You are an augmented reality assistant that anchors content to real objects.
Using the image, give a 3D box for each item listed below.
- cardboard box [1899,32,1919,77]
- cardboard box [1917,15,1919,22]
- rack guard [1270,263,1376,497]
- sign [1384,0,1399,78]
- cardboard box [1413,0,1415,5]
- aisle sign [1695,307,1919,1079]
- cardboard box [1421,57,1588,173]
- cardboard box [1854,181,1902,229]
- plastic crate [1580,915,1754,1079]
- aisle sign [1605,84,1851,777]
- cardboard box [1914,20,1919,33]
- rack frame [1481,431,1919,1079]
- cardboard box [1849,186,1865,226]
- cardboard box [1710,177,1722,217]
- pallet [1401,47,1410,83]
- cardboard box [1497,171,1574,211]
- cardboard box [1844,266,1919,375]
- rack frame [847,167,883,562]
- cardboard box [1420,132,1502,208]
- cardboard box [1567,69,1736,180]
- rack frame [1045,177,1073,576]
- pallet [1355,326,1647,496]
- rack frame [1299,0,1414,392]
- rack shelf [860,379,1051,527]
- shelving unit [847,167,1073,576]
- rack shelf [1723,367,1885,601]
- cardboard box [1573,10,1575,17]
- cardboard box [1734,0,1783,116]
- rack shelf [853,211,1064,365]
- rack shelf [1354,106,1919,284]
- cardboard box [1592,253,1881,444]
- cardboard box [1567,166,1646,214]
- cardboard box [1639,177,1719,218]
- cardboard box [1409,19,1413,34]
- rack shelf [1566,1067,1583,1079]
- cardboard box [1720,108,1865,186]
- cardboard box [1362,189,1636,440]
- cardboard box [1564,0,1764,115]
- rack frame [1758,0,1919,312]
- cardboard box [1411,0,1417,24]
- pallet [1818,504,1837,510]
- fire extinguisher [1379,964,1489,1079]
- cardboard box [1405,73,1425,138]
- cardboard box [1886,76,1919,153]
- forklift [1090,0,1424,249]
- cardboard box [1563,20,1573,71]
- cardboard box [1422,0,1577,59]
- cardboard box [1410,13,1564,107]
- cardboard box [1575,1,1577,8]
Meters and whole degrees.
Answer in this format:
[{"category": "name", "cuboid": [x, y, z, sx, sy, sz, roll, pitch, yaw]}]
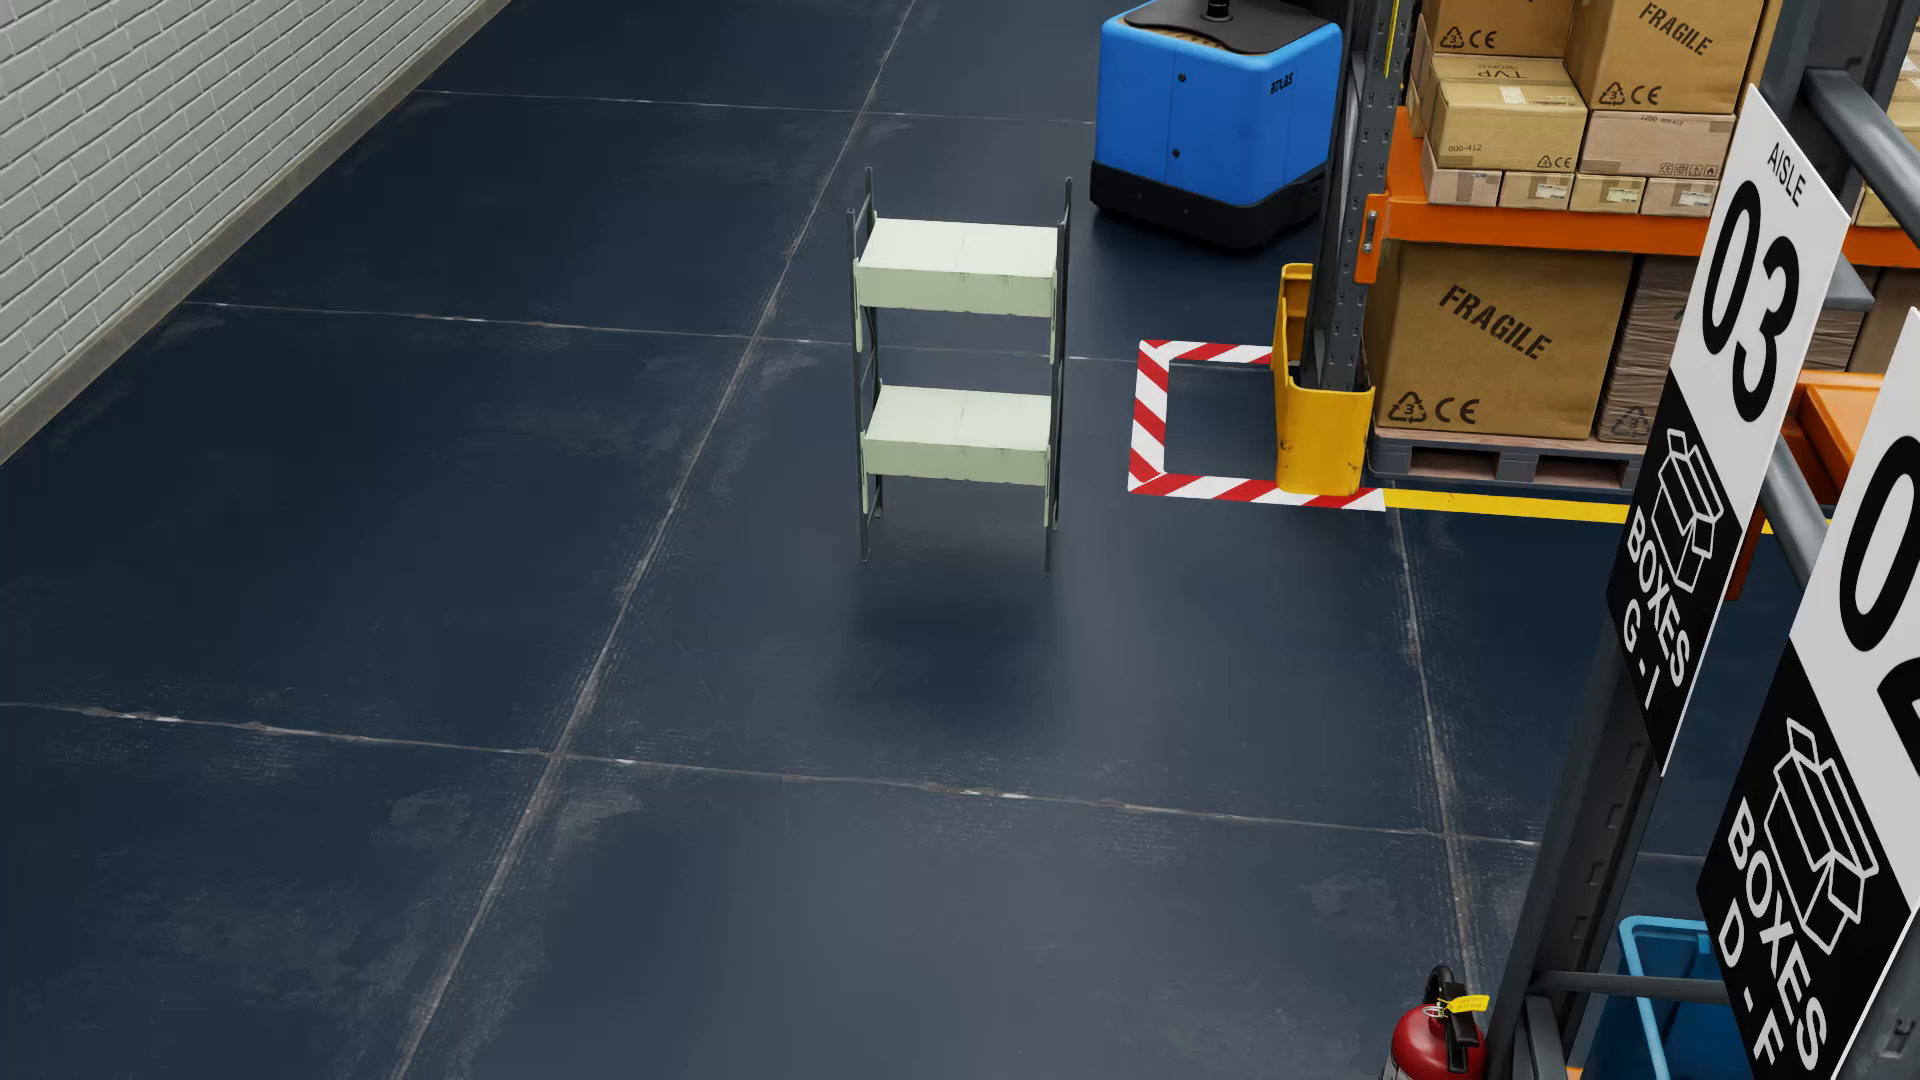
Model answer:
[{"category": "cardboard box", "cuboid": [3.648, -1.812, 6.579, 0.500, 0.250, 0.500, 4, 36, 6]}, {"category": "cardboard box", "cuboid": [5.921, -3.429, 10.554, 0.250, 0.149, 0.380, 5, 36, 7]}, {"category": "rack guard", "cuboid": [1.584, -0.730, 7.343, 0.348, 0.500, 1.175, 4, 36, 6]}, {"category": "sign", "cuboid": [1.531, -1.811, 5.892, 0.005, 0.325, 0.100, 4, 36, 6]}, {"category": "cardboard box", "cuboid": [2.816, -3.615, 10.813, 0.250, 0.149, 0.380, 3, 36, 4]}, {"category": "aisle sign", "cuboid": [0.868, 0.216, 1.628, 0.004, 0.787, 0.394, 4, 36, 6]}, {"category": "cardboard box", "cuboid": [2.050, -1.615, 6.304, 0.500, 0.250, 0.500, 3, 36, 5]}, {"category": "cardboard box", "cuboid": [3.444, -1.314, 6.226, 0.250, 0.149, 0.380, 3, 36, 5]}, {"category": "plastic crate", "cuboid": [1.333, 0.986, 2.704, 0.499, 0.435, 0.616, 4, 36, 6]}, {"category": "aisle sign", "cuboid": [0.943, -0.124, 2.104, 0.004, 0.787, 0.394, 4, 36, 6]}, {"category": "cardboard box", "cuboid": [5.955, -3.272, 10.589, 0.250, 0.149, 0.380, 5, 36, 7]}, {"category": "rack frame", "cuboid": [0.977, 1.108, 2.616, 0.127, 3.000, 1.000, 4, 36, 6]}, {"category": "cardboard box", "cuboid": [3.194, -1.334, 6.253, 0.250, 0.149, 0.380, 4, 36, 5]}, {"category": "cardboard box", "cuboid": [2.938, -1.352, 6.279, 0.250, 0.149, 0.380, 4, 36, 5]}, {"category": "pallet", "cuboid": [3.217, -3.375, 11.298, 1.213, 0.211, 1.003, 4, 36, 6]}, {"category": "cardboard box", "cuboid": [2.173, -1.409, 6.359, 0.250, 0.149, 0.380, 4, 36, 5]}, {"category": "cardboard box", "cuboid": [4.038, -0.918, 6.921, 0.875, 0.875, 0.875, 4, 36, 6]}, {"category": "rack frame", "cuboid": [-0.356, -0.637, 6.352, 0.023, 1.500, 0.400, 4, 36, 6]}, {"category": "cardboard box", "cuboid": [1.918, -1.427, 6.384, 0.250, 0.149, 0.380, 5, 36, 6]}, {"category": "cardboard box", "cuboid": [2.566, -1.580, 6.255, 0.500, 0.250, 0.500, 4, 36, 5]}, {"category": "rack frame", "cuboid": [0.370, -0.583, 6.276, 0.023, 1.500, 0.400, 4, 36, 6]}, {"category": "pallet", "cuboid": [2.411, -0.597, 7.405, 1.213, 0.211, 1.003, 4, 36, 6]}, {"category": "rack frame", "cuboid": [1.608, -1.746, 6.614, 0.127, 3.000, 1.000, 4, 36, 6]}, {"category": "rack shelf", "cuboid": [0.007, -0.345, 6.503, 0.720, 0.370, 0.431, 4, 36, 6]}, {"category": "shelving unit", "cuboid": [0.007, -0.610, 6.314, 0.755, 1.500, 0.431, 4, 36, 6]}, {"category": "rack shelf", "cuboid": [2.961, 0.328, 1.746, 4.000, 0.370, 1.077, 4, 36, 6]}, {"category": "cardboard box", "cuboid": [3.861, -3.475, 10.873, 0.250, 0.149, 0.380, 3, 36, 4]}, {"category": "cardboard box", "cuboid": [3.060, -1.848, 5.985, 0.500, 0.500, 0.500, 3, 36, 5]}, {"category": "rack shelf", "cuboid": [0.007, -0.928, 6.087, 0.720, 0.370, 0.431, 4, 36, 6]}, {"category": "rack shelf", "cuboid": [3.592, -1.305, 6.616, 4.000, 0.370, 1.077, 4, 36, 6]}, {"category": "cardboard box", "cuboid": [3.156, -0.984, 7.013, 0.875, 0.875, 0.875, 4, 36, 6]}, {"category": "cardboard box", "cuboid": [2.427, -1.390, 6.332, 0.250, 0.149, 0.380, 3, 36, 5]}, {"category": "cardboard box", "cuboid": [2.686, -1.372, 6.306, 0.250, 0.149, 0.380, 4, 36, 5]}, {"category": "cardboard box", "cuboid": [3.089, -3.412, 11.041, 0.250, 0.149, 0.380, 4, 36, 6]}, {"category": "rack shelf", "cuboid": [2.961, 1.549, 2.617, 4.000, 0.370, 1.077, 4, 36, 6]}, {"category": "cardboard box", "cuboid": [3.064, -1.541, 6.200, 0.500, 0.250, 0.500, 3, 36, 4]}, {"category": "cardboard box", "cuboid": [2.253, -1.051, 7.108, 0.875, 0.875, 0.875, 4, 36, 6]}, {"category": "cardboard box", "cuboid": [2.546, -1.883, 6.034, 0.500, 0.500, 0.500, 3, 36, 5]}, {"category": "rack frame", "cuboid": [0.977, -1.334, 0.873, 0.127, 3.000, 1.000, 4, 36, 6]}, {"category": "cardboard box", "cuboid": [3.091, -3.489, 10.892, 0.250, 0.149, 0.380, 4, 36, 6]}, {"category": "pallet", "cuboid": [3.618, -0.505, 7.276, 1.213, 0.211, 1.003, 4, 36, 6]}, {"category": "fire extinguisher", "cuboid": [0.885, 1.018, 3.129, 0.183, 0.674, 0.296, 4, 36, 6]}, {"category": "cardboard box", "cuboid": [2.003, -1.807, 6.916, 0.250, 0.149, 0.380, 5, 36, 7]}, {"category": "cardboard box", "cuboid": [3.582, -1.505, 6.150, 0.500, 0.250, 0.500, 4, 36, 5]}, {"category": "forklift", "cuboid": [2.053, -3.516, 9.153, 1.130, 2.935, 3.031, 26, 43, 31]}, {"category": "cardboard box", "cuboid": [2.626, -1.885, 6.682, 0.500, 0.250, 0.500, 4, 36, 5]}, {"category": "cardboard box", "cuboid": [2.125, -2.227, 6.515, 0.500, 0.500, 0.500, 5, 36, 7]}, {"category": "cardboard box", "cuboid": [2.123, -1.923, 6.735, 0.500, 0.250, 0.500, 4, 36, 5]}, {"category": "cardboard box", "cuboid": [3.869, -3.574, 10.757, 0.250, 0.149, 0.380, 6, 36, 8]}]
